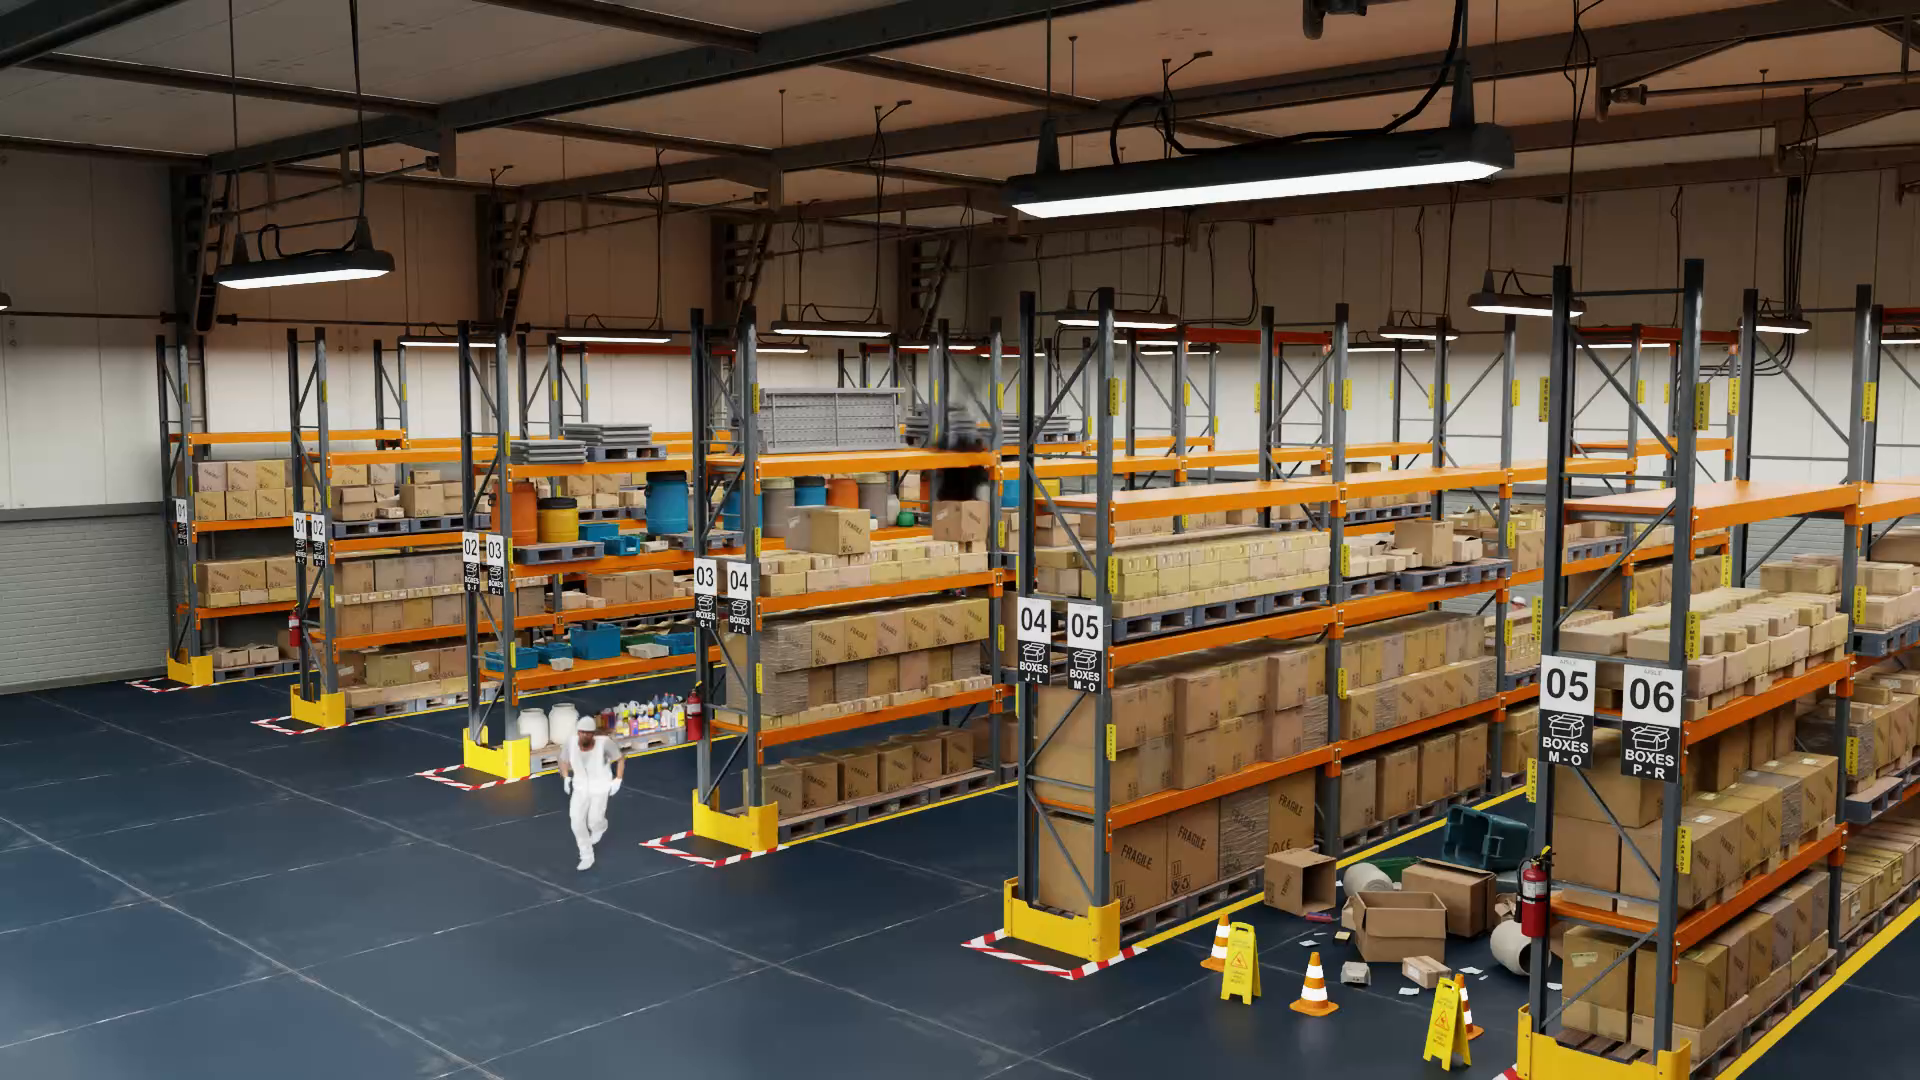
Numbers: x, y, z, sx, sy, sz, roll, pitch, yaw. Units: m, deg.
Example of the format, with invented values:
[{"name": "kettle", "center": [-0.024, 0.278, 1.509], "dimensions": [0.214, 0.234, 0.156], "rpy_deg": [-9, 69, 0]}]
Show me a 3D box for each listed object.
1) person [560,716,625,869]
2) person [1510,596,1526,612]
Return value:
[{"name": "person", "center": [-3.924, 2.667, 17.860], "dimensions": [0.687, 1.679, 0.864], "rpy_deg": [0, 5, 3]}, {"name": "person", "center": [8.887, 1.803, 26.455], "dimensions": [0.796, 1.820, 0.662], "rpy_deg": [-4, 7, -35]}]
